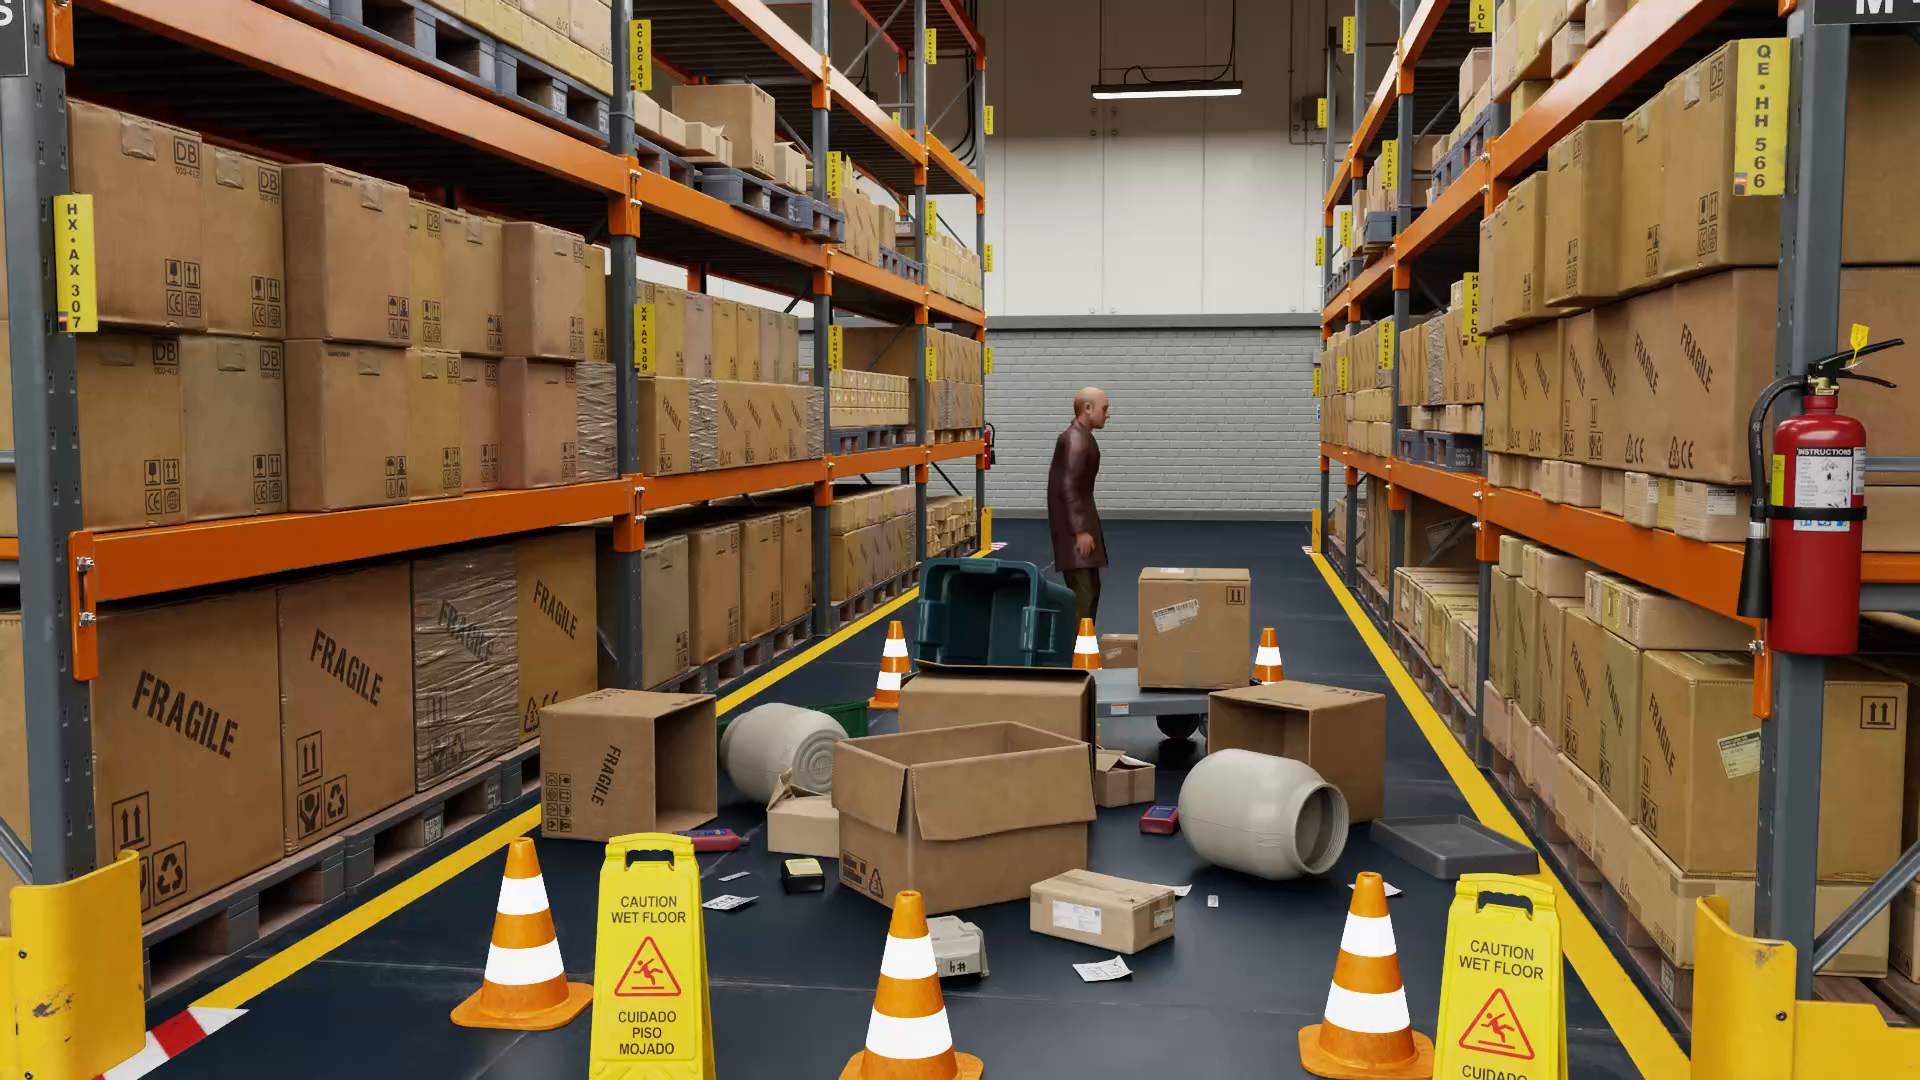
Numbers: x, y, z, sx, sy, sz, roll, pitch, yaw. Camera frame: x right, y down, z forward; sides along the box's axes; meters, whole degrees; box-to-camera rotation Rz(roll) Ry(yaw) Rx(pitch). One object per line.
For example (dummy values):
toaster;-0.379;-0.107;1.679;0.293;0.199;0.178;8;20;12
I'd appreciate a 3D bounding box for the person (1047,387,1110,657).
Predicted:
person;0.746;-0.044;10.162;0.427;1.774;0.644;1;4;9
